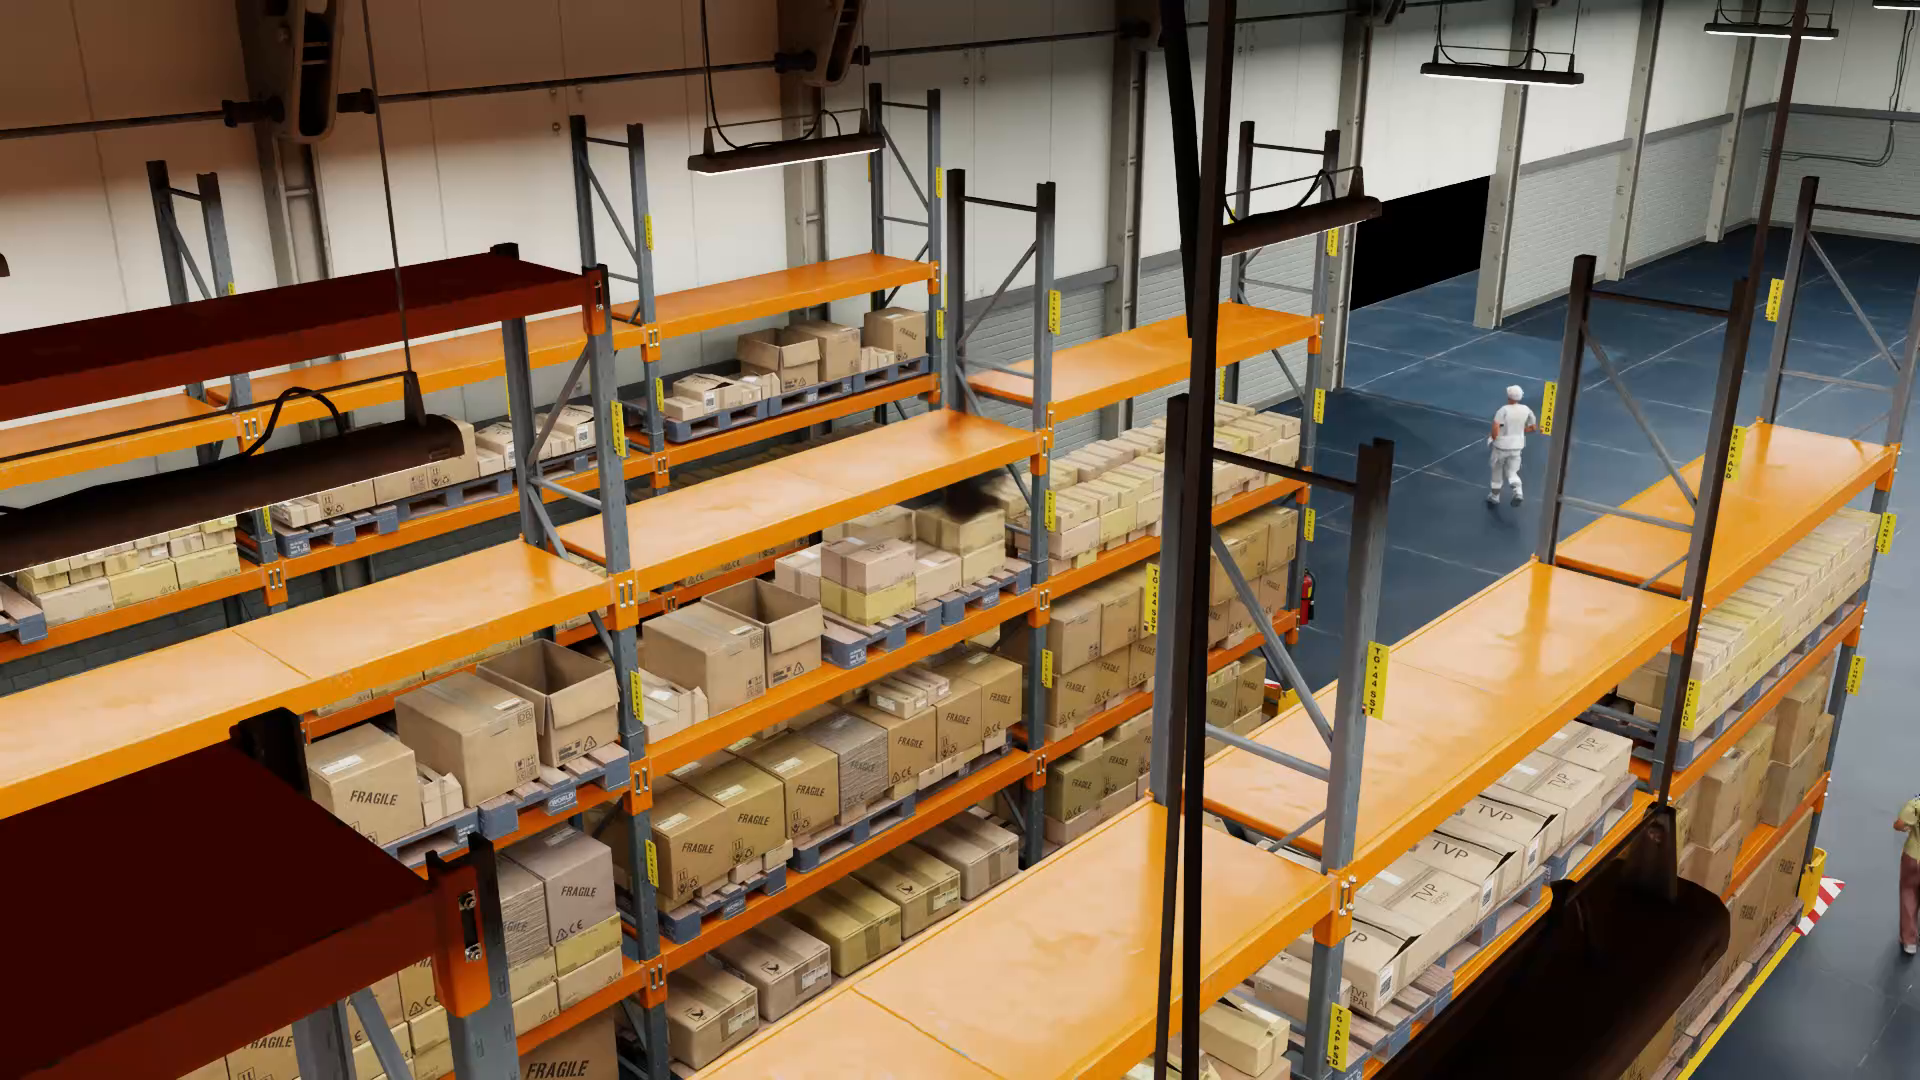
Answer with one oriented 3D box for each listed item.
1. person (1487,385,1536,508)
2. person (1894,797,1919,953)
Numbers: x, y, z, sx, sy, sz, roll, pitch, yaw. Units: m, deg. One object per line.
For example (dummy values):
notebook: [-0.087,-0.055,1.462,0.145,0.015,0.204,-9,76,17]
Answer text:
person: [7.531,-1.258,22.807,0.653,1.774,0.959,-1,21,-2]
person: [7.727,2.525,13.274,0.579,1.626,0.544,8,23,21]
